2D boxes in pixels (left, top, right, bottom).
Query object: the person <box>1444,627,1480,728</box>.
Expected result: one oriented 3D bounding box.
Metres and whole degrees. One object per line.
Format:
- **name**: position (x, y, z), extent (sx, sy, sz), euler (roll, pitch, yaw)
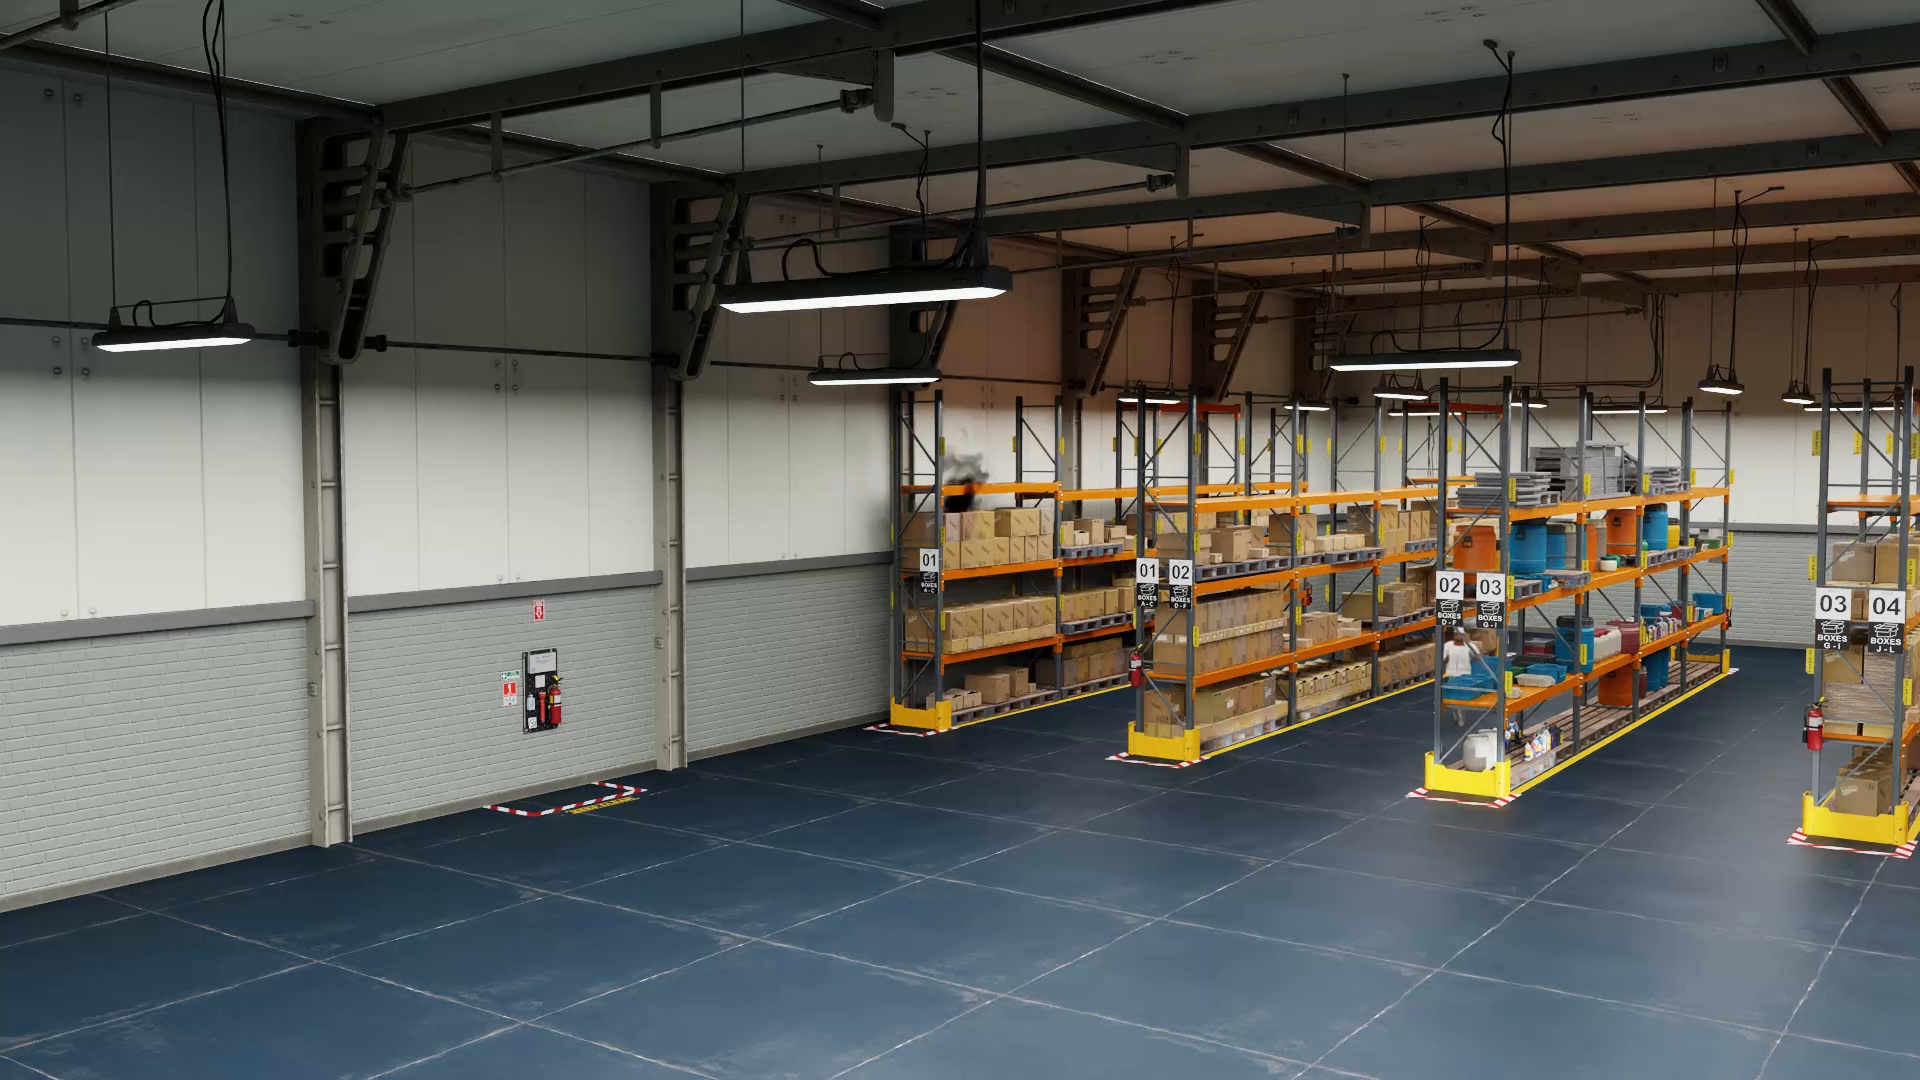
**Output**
- **person**: position (8.926, 2.448, 29.801), extent (0.673, 1.812, 0.706), euler (2, 4, 25)
